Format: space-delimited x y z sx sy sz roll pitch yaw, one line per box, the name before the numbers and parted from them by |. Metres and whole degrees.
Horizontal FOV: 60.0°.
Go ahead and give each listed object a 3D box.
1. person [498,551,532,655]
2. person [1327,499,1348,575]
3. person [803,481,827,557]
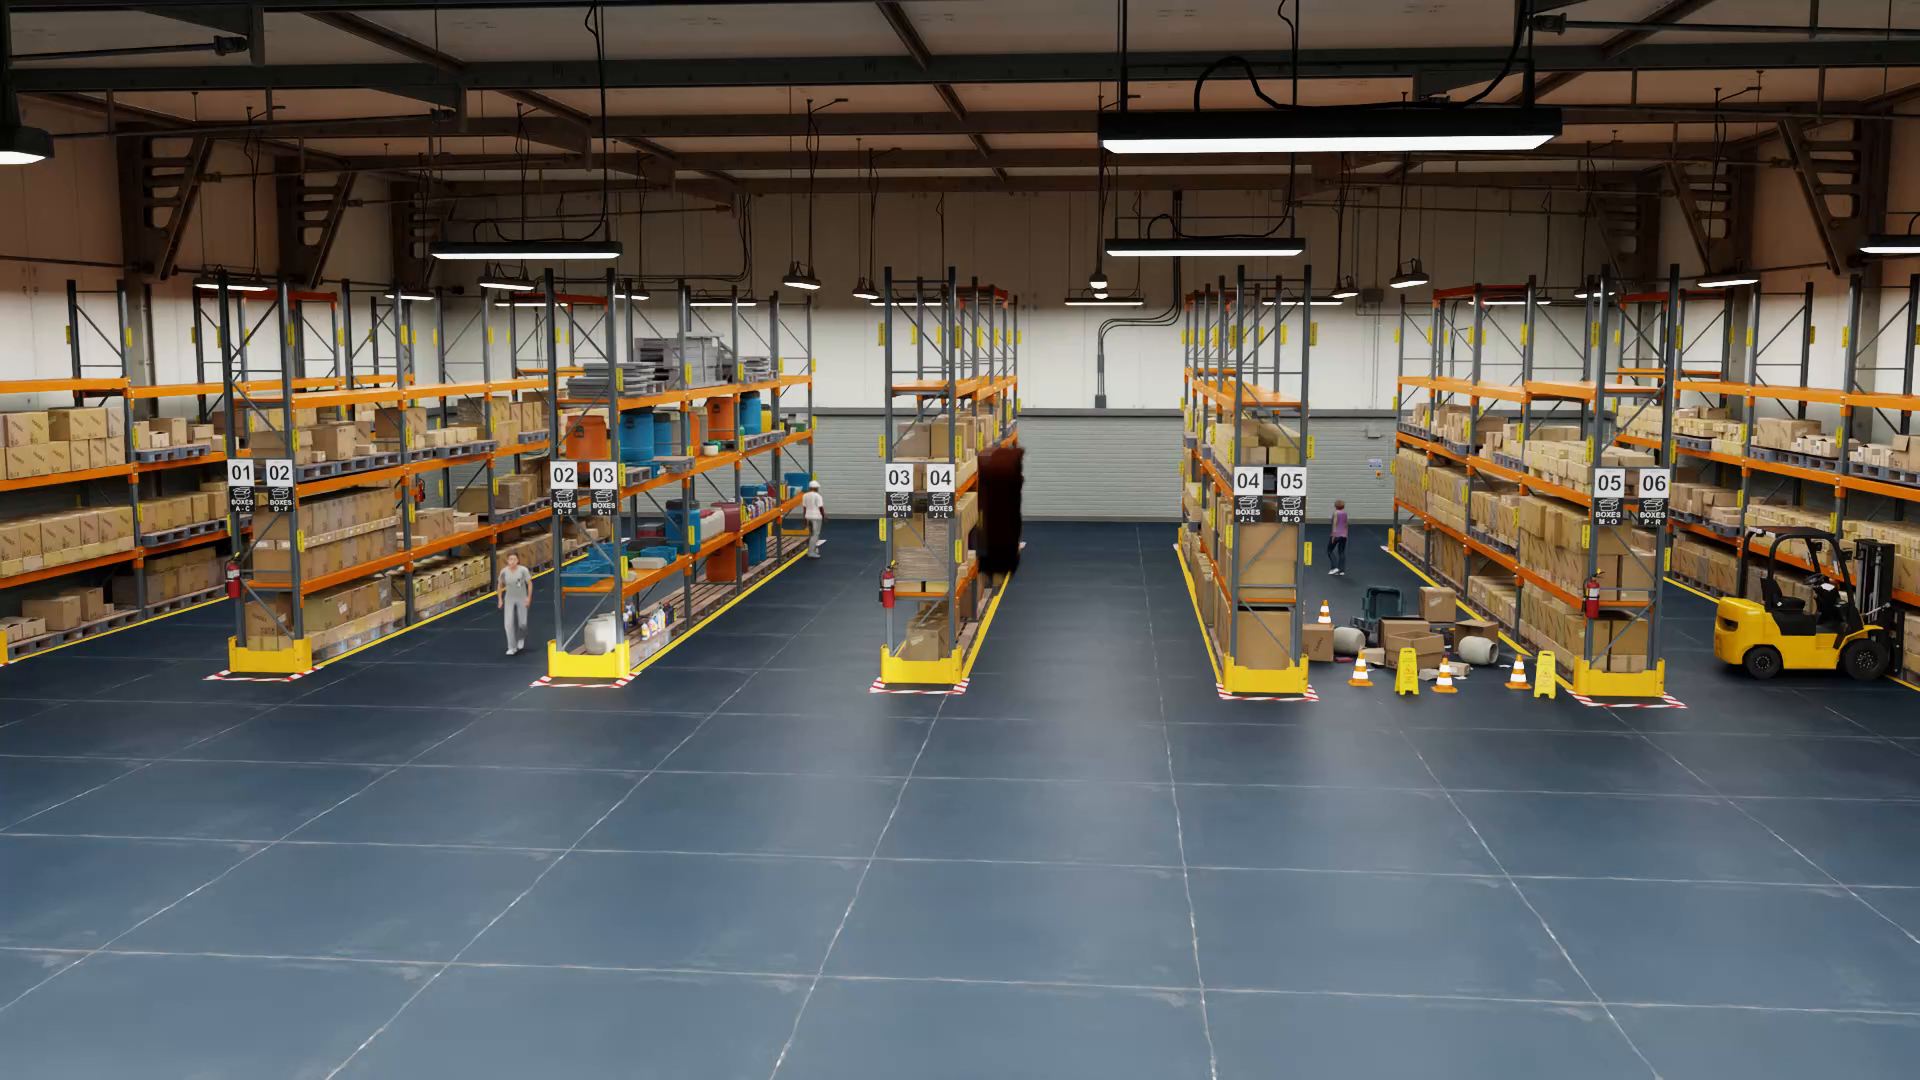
person | -7.089 0.979 26.532 0.534 1.651 0.600 -1 7 -7
person | 8.017 -0.051 35.173 0.446 1.612 0.372 -4 8 -30
person | -3.335 -0.475 37.962 0.595 1.765 0.718 6 9 41
